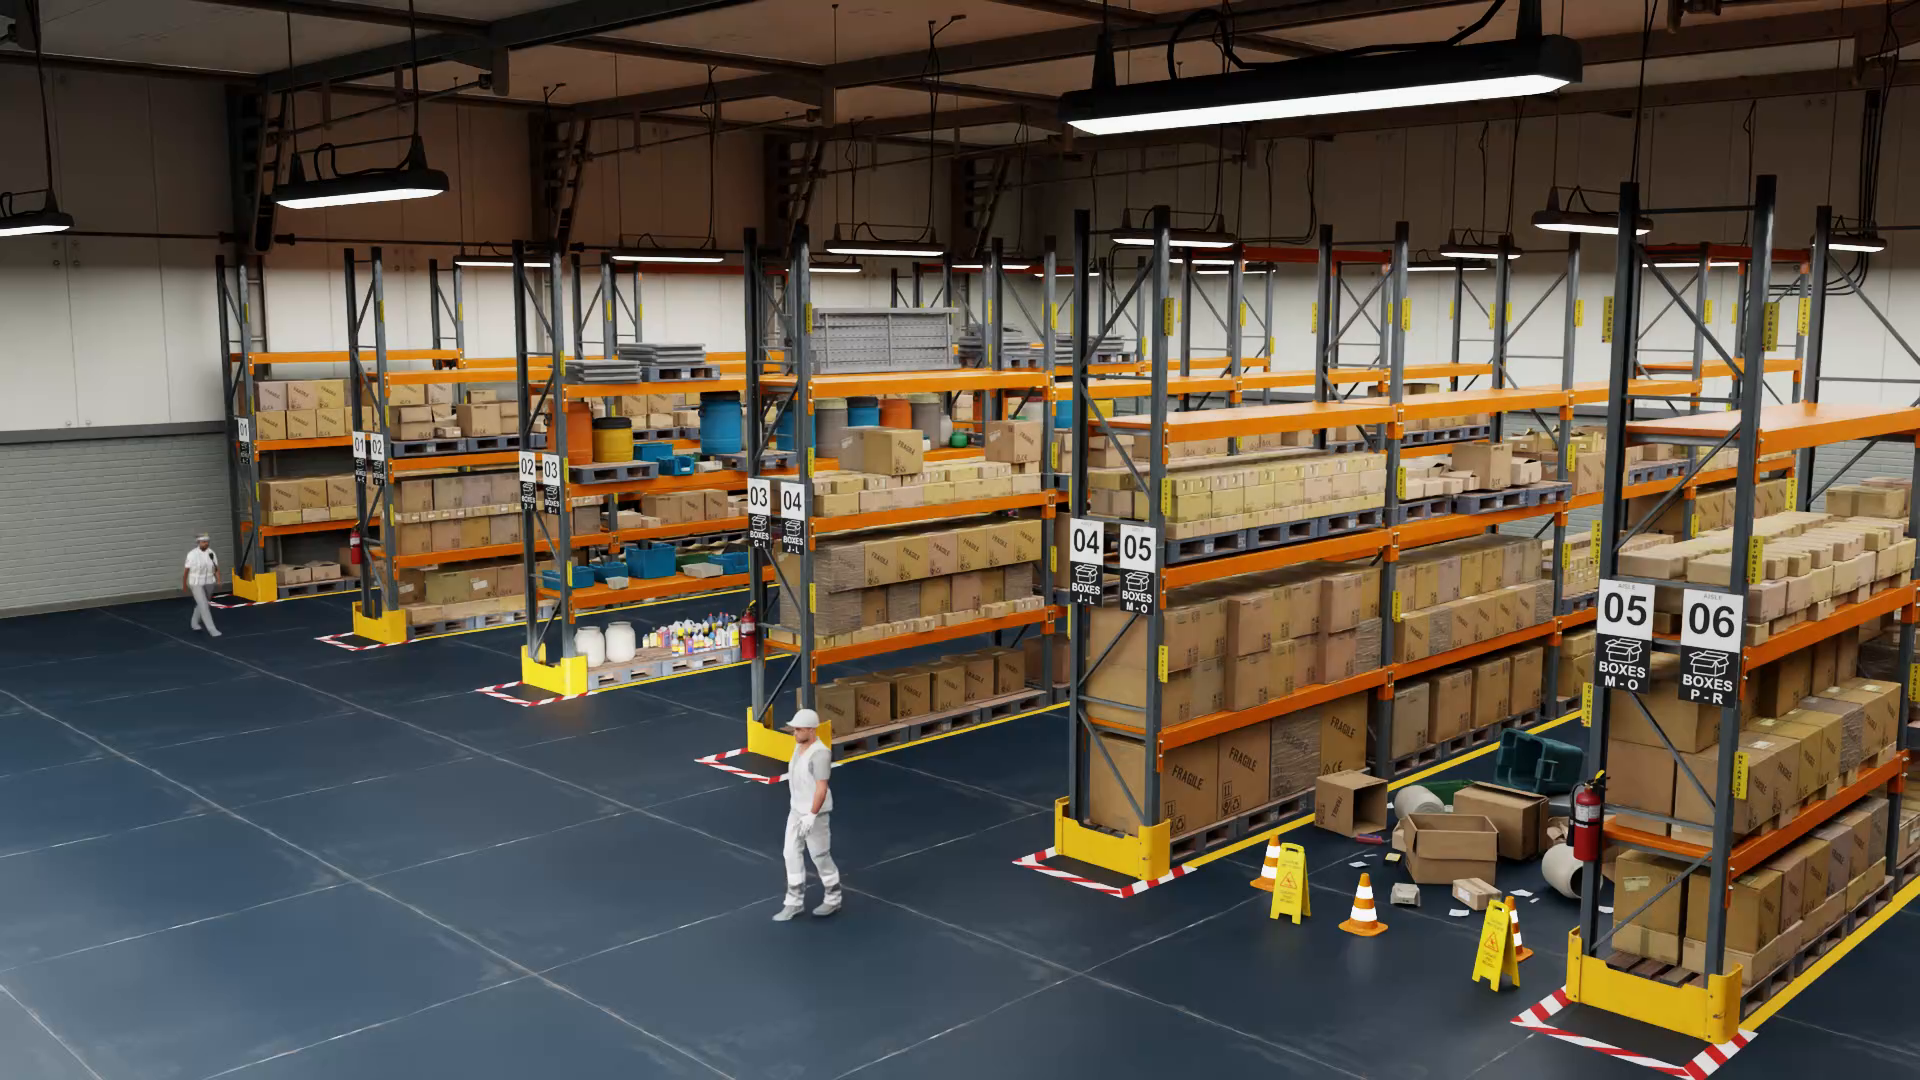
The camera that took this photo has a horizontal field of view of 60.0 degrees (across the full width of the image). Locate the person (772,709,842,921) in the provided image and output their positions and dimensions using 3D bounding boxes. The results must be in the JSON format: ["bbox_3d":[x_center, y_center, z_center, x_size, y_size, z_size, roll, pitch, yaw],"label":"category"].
[{"bbox_3d":[-1.303,2.320,14.034,0.592,1.825,0.623,-5,9,-31],"label":"person"}]

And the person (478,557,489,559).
[{"bbox_3d":[-8.255,0.315,28.876,0.503,1.581,0.487,6,10,36],"label":"person"}]

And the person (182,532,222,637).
[{"bbox_3d":[-11.824,0.671,25.961,1.069,1.602,0.496,7,11,41],"label":"person"}]
